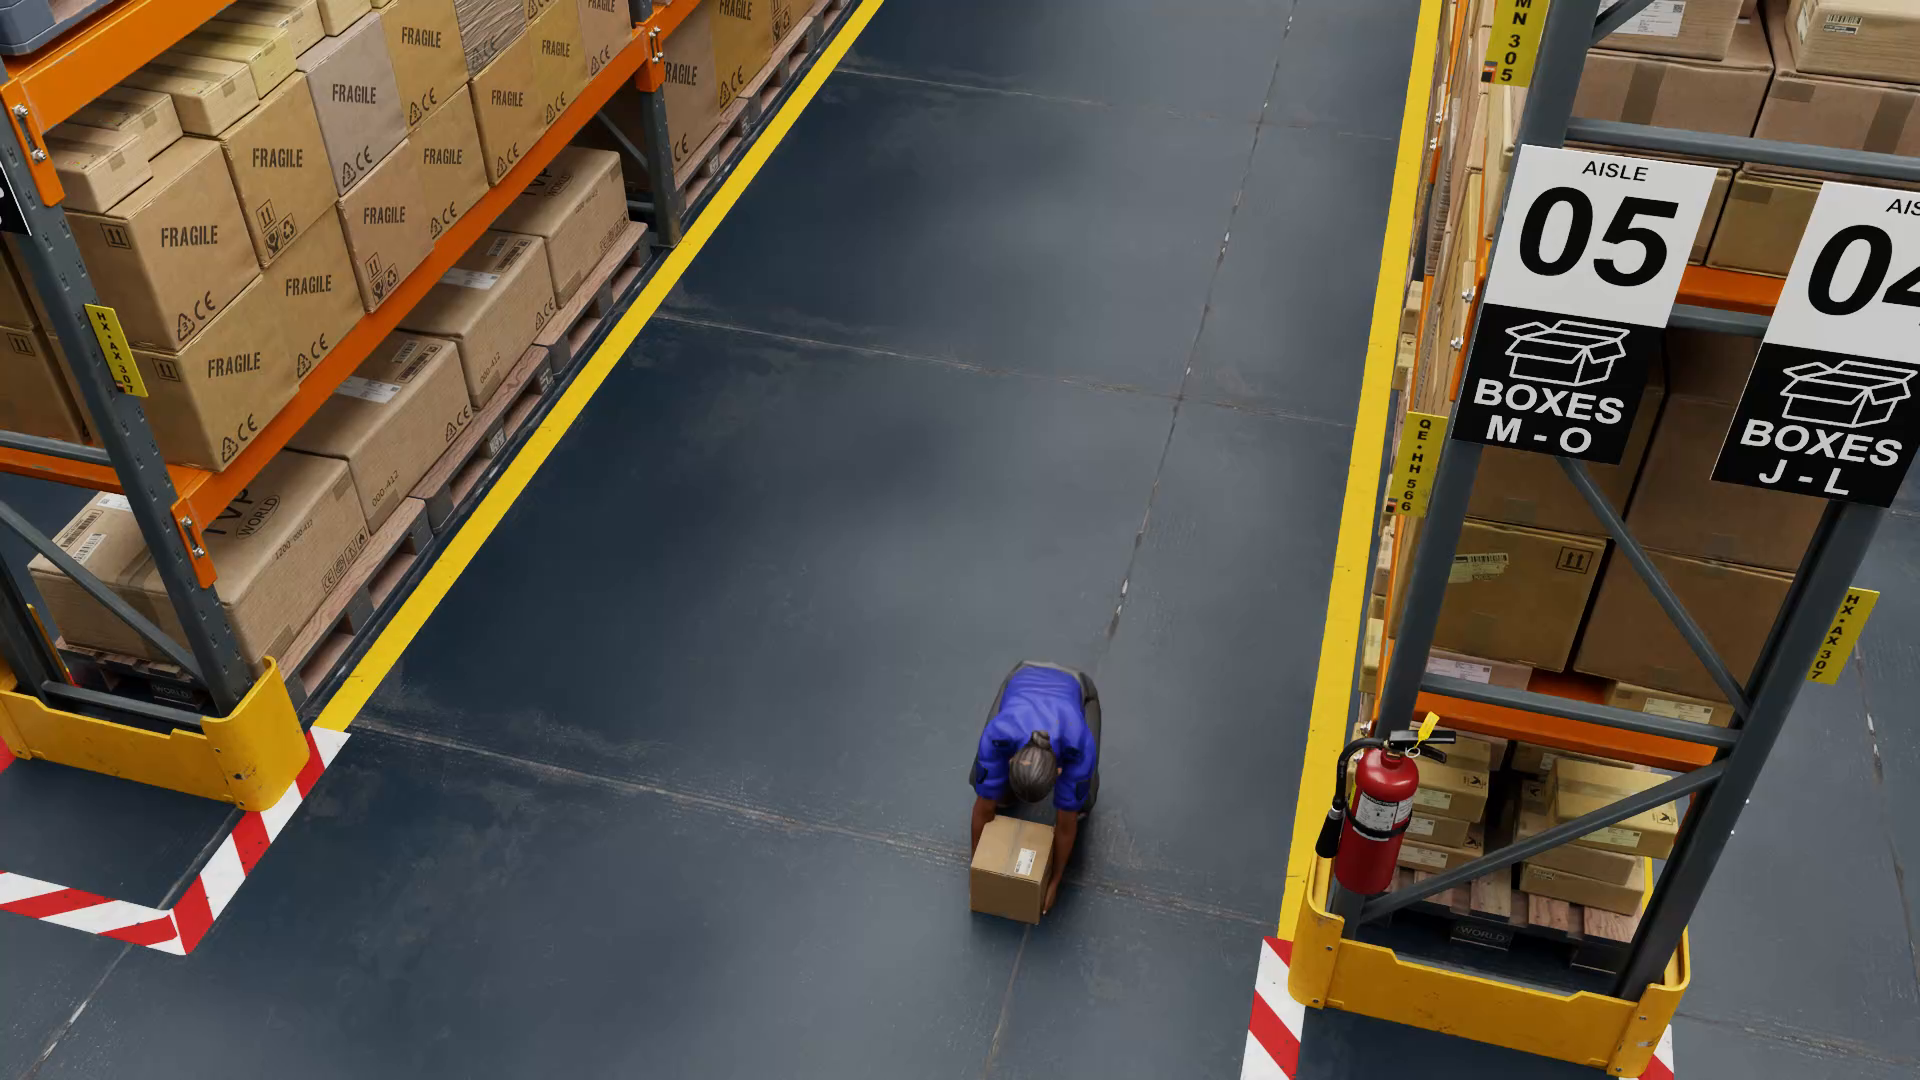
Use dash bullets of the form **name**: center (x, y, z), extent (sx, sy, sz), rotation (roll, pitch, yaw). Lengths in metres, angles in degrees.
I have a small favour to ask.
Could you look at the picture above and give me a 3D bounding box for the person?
- **person**: center (0.280, 0.800, 5.998), extent (0.470, 0.808, 0.841), rotation (9, 42, 11)
